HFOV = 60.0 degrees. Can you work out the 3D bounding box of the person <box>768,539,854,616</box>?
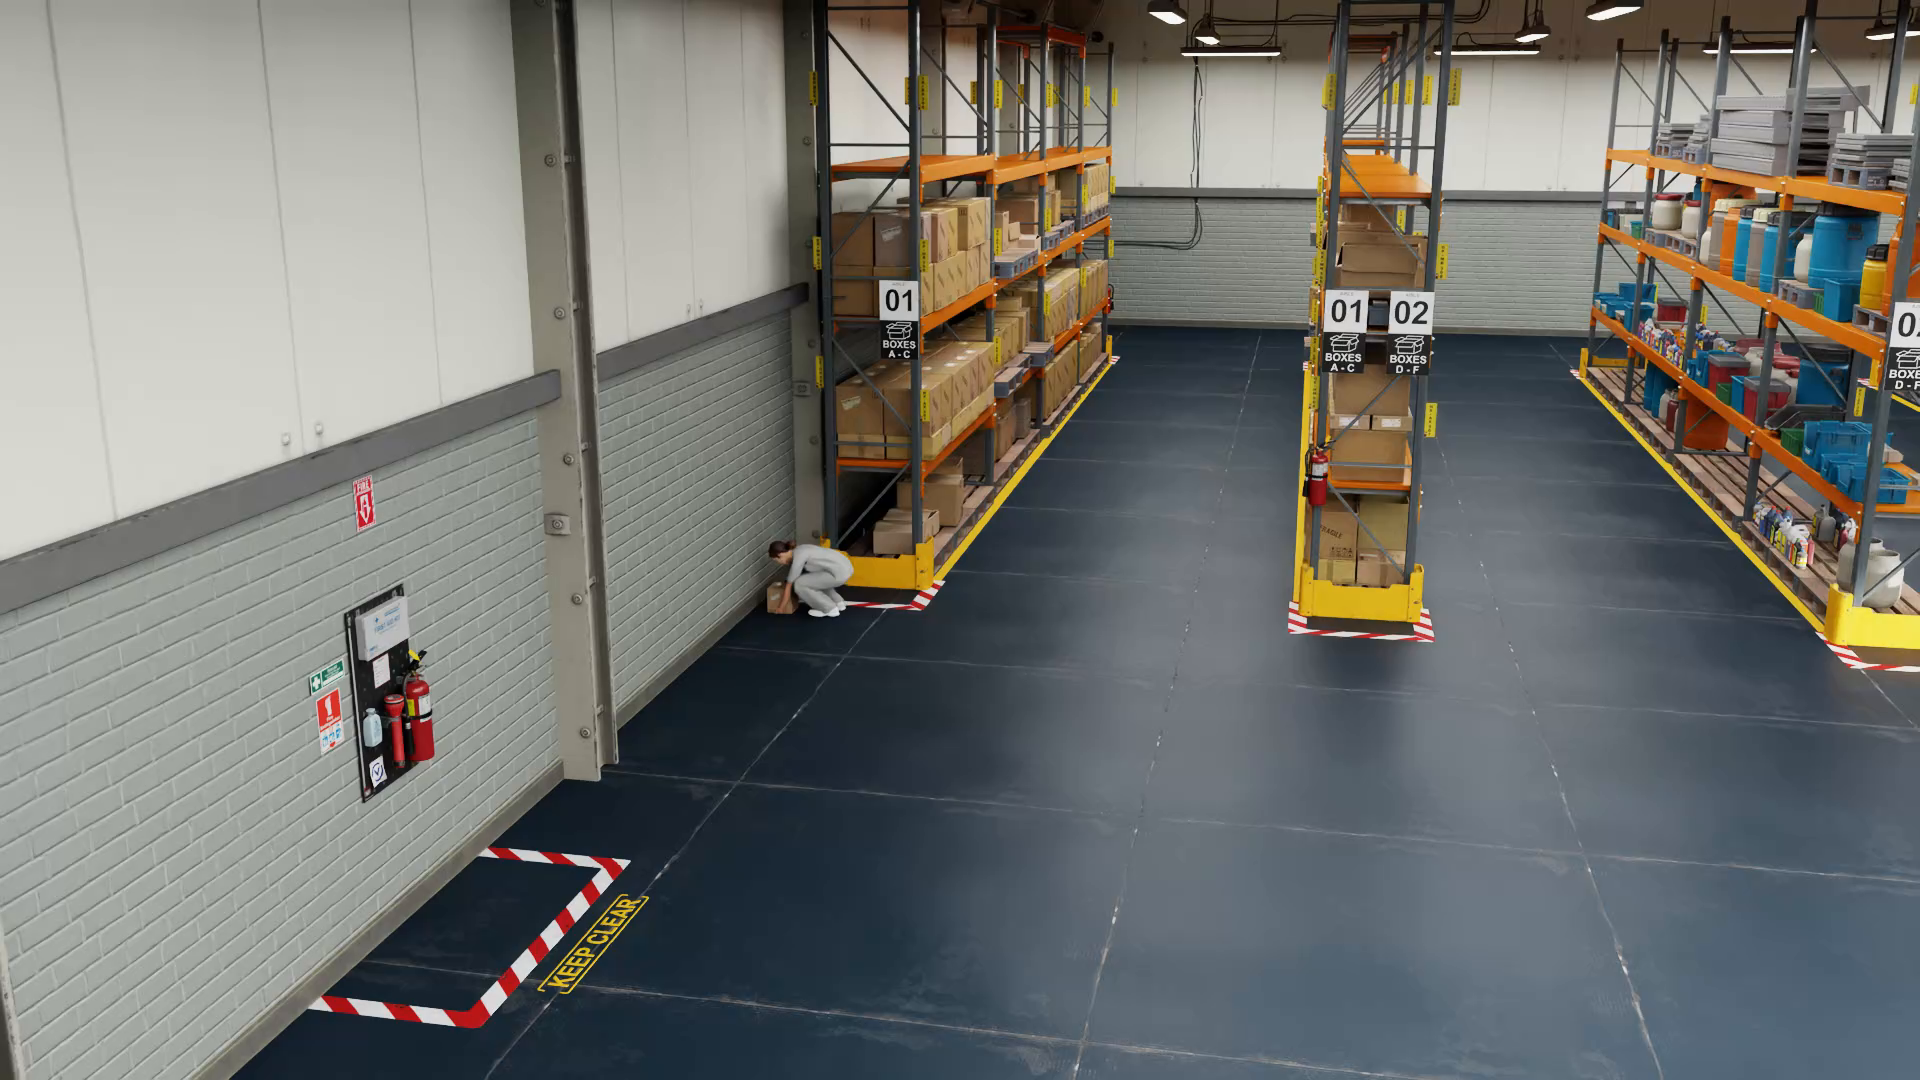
[{"bbox_3d":[-1.478,0.395,16.502,0.841,0.785,0.468,3,15,10],"label":"person"}]
